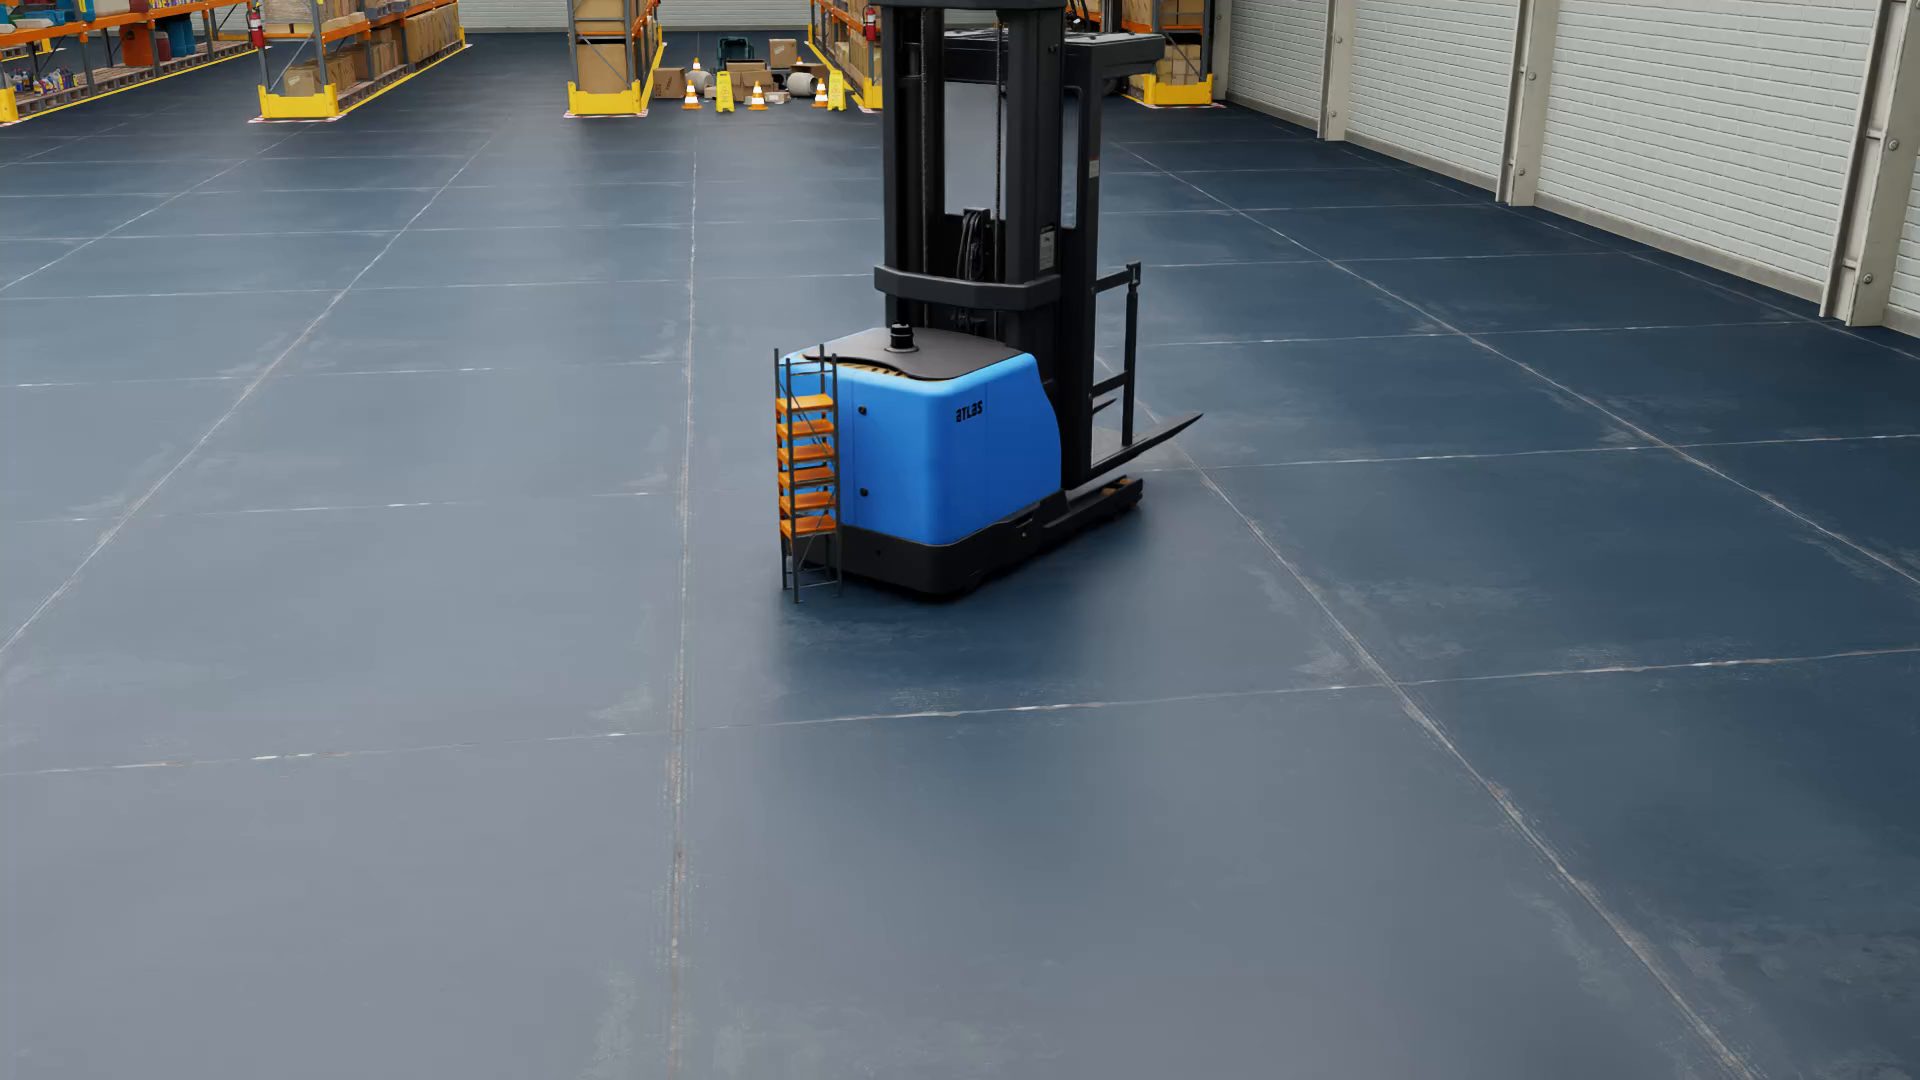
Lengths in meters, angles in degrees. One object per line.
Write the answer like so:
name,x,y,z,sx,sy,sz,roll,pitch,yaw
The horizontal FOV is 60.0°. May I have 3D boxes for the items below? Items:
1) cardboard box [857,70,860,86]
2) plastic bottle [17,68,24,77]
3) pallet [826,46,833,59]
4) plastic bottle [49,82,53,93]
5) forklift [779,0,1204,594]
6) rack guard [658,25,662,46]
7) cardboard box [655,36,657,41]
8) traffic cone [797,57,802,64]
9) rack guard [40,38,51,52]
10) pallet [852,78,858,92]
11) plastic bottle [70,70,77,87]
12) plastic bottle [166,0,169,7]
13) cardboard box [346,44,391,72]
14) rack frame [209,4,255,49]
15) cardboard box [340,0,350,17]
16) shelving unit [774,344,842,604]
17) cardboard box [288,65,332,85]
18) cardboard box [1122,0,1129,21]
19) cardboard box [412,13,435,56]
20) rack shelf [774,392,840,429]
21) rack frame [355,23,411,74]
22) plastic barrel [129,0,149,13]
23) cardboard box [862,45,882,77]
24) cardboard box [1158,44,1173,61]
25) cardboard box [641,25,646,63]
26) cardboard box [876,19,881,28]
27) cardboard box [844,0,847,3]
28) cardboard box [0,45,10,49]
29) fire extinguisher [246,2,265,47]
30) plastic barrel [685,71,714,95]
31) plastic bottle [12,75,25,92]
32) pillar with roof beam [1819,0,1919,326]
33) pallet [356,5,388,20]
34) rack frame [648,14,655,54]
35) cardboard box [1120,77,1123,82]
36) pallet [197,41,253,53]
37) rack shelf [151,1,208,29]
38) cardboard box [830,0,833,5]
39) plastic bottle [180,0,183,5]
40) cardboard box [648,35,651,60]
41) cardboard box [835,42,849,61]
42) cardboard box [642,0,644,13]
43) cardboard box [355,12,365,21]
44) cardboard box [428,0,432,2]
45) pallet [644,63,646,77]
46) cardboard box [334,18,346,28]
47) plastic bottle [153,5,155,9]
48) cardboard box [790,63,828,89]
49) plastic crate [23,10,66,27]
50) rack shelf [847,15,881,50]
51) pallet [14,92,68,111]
cardboard box,-1.598,-8.418,30.297,0.500,0.250,0.500,-4,21,-10
plastic bottle,-16.646,-8.183,29.494,0.144,0.351,0.185,-2,21,-6
pallet,-2.611,-11.468,39.118,1.003,0.211,1.213,-3,21,-8
plastic bottle,-15.806,-7.859,28.842,0.097,0.201,0.097,0,20,0
forklift,0.355,-1.577,8.749,1.130,2.935,3.031,14,24,32
rack guard,-8.247,-12.940,42.648,1.175,0.500,0.348,-3,21,-8
cardboard box,-7.738,-12.477,41.310,0.380,0.149,0.250,-4,21,-10
traffic cone,-3.208,-9.438,33.324,0.336,0.463,0.334,-3,21,-8
rack guard,-22.973,-12.227,40.738,1.175,0.500,0.348,-3,21,-8
pallet,-1.512,-8.730,31.789,1.003,0.211,1.213,-3,21,-8
plastic bottle,-15.956,-8.301,29.909,0.061,0.283,0.133,-2,21,-5
plastic bottle,-16.792,-11.417,35.163,0.061,0.283,0.133,-3,21,-8
cardboard box,-11.730,-9.569,32.994,0.700,0.500,0.500,-1,21,-3
rack frame,-18.081,-13.673,41.036,1.000,3.000,0.127,-3,21,-8
cardboard box,-11.238,-9.452,29.168,0.875,0.500,0.500,-3,21,-8
shelving unit,-0.711,-0.305,7.815,0.258,1.200,0.189,-8,22,-21
cardboard box,-11.067,-7.831,28.367,0.500,0.500,0.500,2,21,6
cardboard box,3.290,-9.869,30.710,0.500,0.500,0.500,-3,21,-7
cardboard box,-12.362,-11.209,36.877,1.225,0.875,0.875,-4,21,-10
rack shelf,-0.710,-0.599,7.702,0.258,0.103,0.180,-8,22,-21
rack frame,-12.027,-11.153,34.289,1.000,3.000,0.127,-3,21,-8
plastic barrel,-16.562,-10.821,33.207,0.600,0.536,0.708,-3,21,-8
cardboard box,-1.441,-8.407,29.195,0.500,0.500,0.500,-3,21,-7
cardboard box,3.469,-8.655,29.502,0.500,0.250,0.500,-2,21,-6
cardboard box,-7.106,-10.295,34.609,1.050,0.750,0.750,-3,21,-8
cardboard box,-1.333,-8.883,28.573,0.380,0.149,0.250,-2,21,-6
cardboard box,-2.085,-10.690,32.810,0.380,0.149,0.250,-3,21,-9
cardboard box,-22.683,-11.726,38.763,0.797,0.503,0.637,-3,21,-8
fire extinguisher,-11.313,-8.284,26.718,0.296,0.674,0.183,-3,21,-8
plastic barrel,-4.846,-8.460,30.763,0.512,0.421,0.421,12,24,30
plastic bottle,-16.415,-7.951,28.982,0.152,0.276,0.135,-3,21,-8
pillar with roof beam,2.970,-5.782,11.335,9.100,9.000,0.400,-3,21,-8
pallet,-11.417,-9.950,31.343,1.003,0.211,1.213,-3,21,-8
rack frame,-7.681,-12.753,38.573,1.000,3.000,0.127,-3,21,-8
cardboard box,3.241,-8.715,31.091,0.500,0.250,0.500,-2,21,-6
pallet,-18.001,-12.079,40.754,1.003,0.211,1.213,-3,21,-8
rack shelf,-17.217,-11.258,35.600,1.077,0.370,4.000,-3,21,-8
cardboard box,-2.550,-11.744,36.087,0.500,0.250,0.500,-4,21,-10
plastic bottle,-16.983,-11.762,36.097,0.152,0.276,0.135,-3,21,-8
cardboard box,-6.954,-10.651,35.919,0.500,0.500,0.500,-4,21,-10
cardboard box,-2.149,-10.422,35.488,0.950,0.372,0.625,-4,21,-11
cardboard box,-6.480,-10.573,32.595,0.500,0.500,0.500,-3,21,-8
cardboard box,-11.129,-9.590,30.465,0.380,0.149,0.250,-3,21,-8
cardboard box,-12.266,-12.436,37.583,0.500,0.500,0.500,-3,21,-8
pallet,-7.065,-9.785,34.612,1.003,0.211,1.213,-3,21,-8
cardboard box,-10.799,-8.900,28.617,0.380,0.149,0.250,-3,21,-8
plastic bottle,-16.674,-11.051,34.301,0.097,0.201,0.097,0,20,0
cardboard box,-2.836,-8.658,31.179,0.500,0.500,0.500,12,24,29
plastic crate,-15.923,-9.079,28.949,0.499,0.251,0.616,-3,21,-8
rack shelf,-1.356,-9.238,30.191,1.077,0.370,4.000,-3,21,-8
pallet,-16.117,-7.554,28.638,1.003,0.211,1.213,-3,21,-8
